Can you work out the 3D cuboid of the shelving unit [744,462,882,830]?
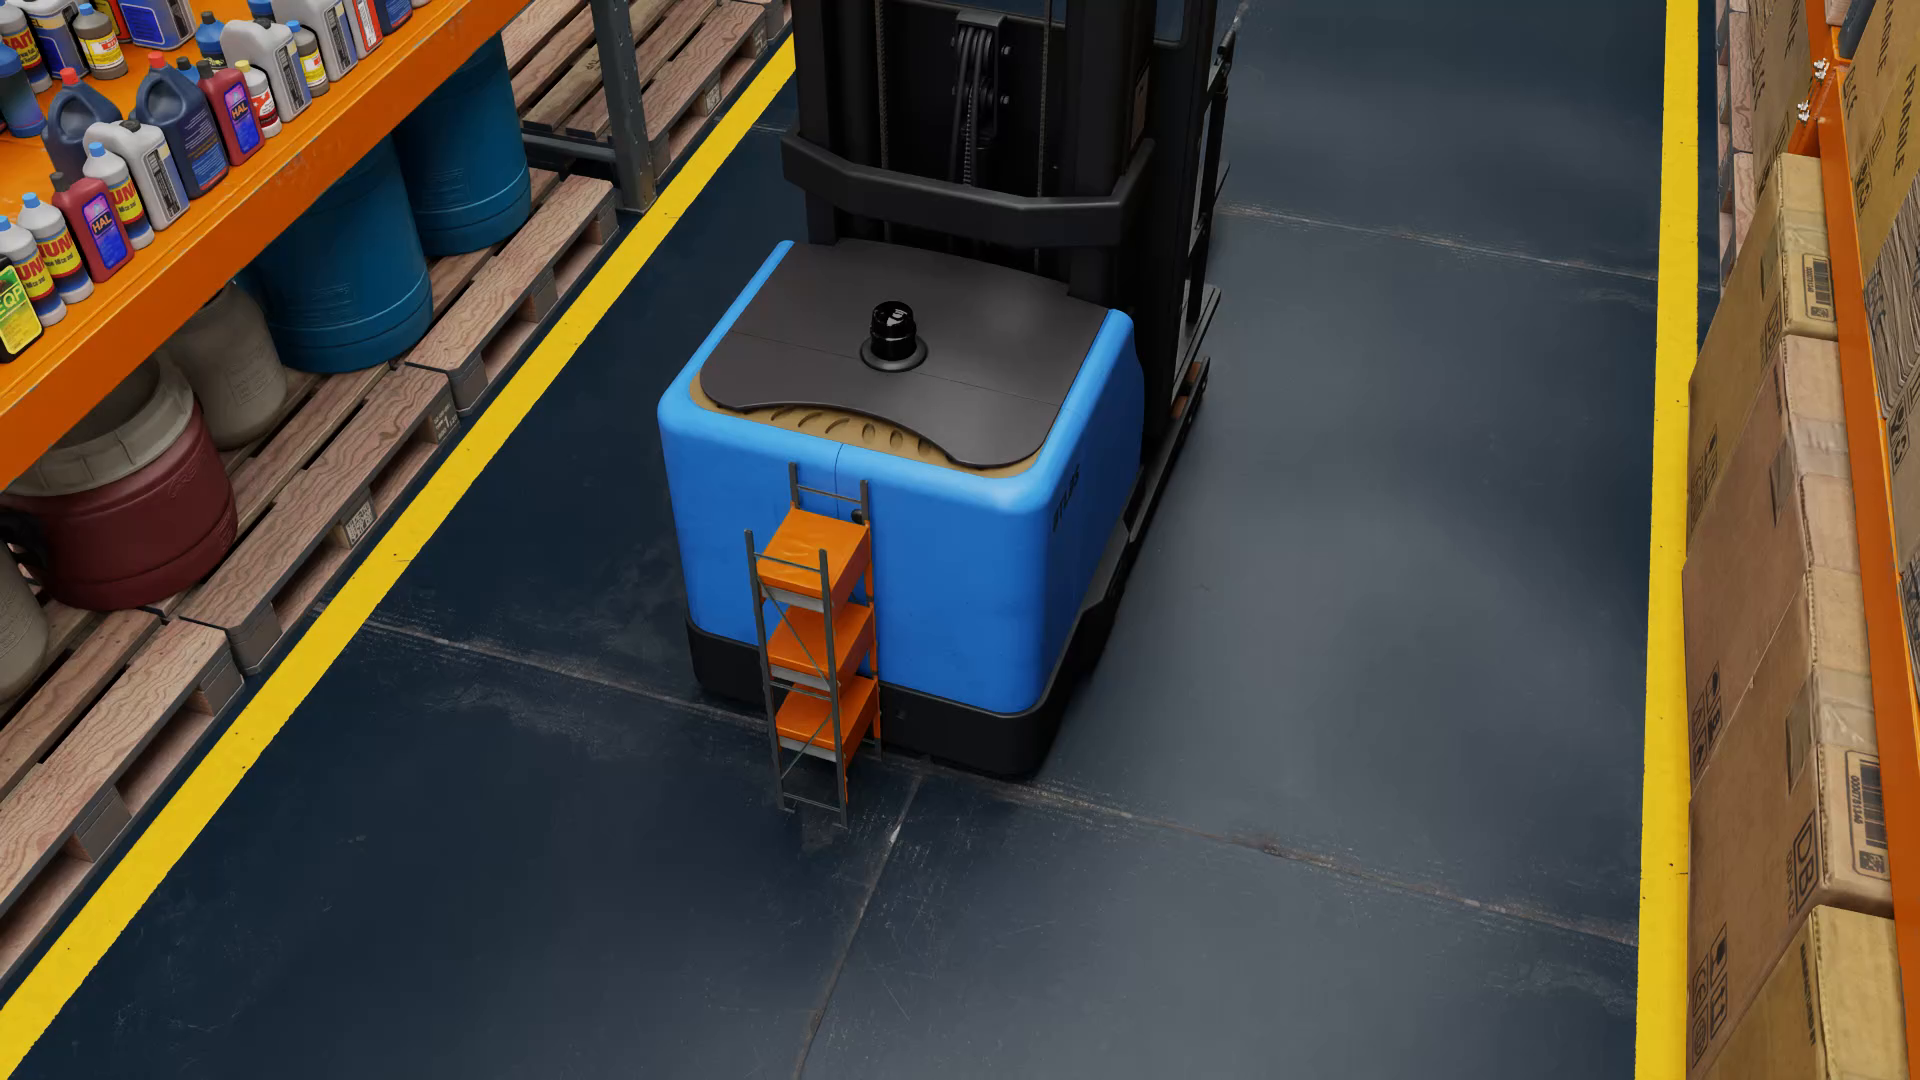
[{"bbox_3d":[-0.353,0.296,4.197,0.215,1.050,0.252,14,46,14],"label":"shelving unit"}]

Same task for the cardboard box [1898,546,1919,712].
[{"bbox_3d":[2.032,0.125,2.907,0.500,0.500,0.500,11,45,11],"label":"cardboard box"}]

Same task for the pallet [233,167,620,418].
[{"bbox_3d":[-1.975,-0.994,6.114,1.003,0.211,1.213,13,46,13],"label":"pallet"}]

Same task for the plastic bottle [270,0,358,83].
[{"bbox_3d":[-1.817,-1.451,4.677,0.152,0.276,0.135,13,46,13],"label":"plastic bottle"}]

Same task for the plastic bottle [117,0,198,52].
[{"bbox_3d":[-2.340,-1.574,4.803,0.152,0.276,0.135,13,46,13],"label":"plastic bottle"}]

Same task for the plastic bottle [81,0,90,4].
[{"bbox_3d":[-2.546,-1.508,4.789,0.097,0.201,0.097,0,44,0],"label":"plastic bottle"}]

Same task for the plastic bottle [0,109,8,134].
[{"bbox_3d":[-2.666,-1.243,4.411,0.144,0.351,0.185,13,46,13],"label":"plastic bottle"}]

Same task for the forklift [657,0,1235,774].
[{"bbox_3d":[0.213,-1.462,4.648,1.130,2.935,3.031,14,46,14],"label":"forklift"}]

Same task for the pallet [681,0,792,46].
[{"bbox_3d":[-1.148,-2.813,7.974,1.003,0.211,1.213,13,46,13],"label":"pallet"}]

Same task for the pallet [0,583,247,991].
[{"bbox_3d":[-2.714,0.633,4.452,1.003,0.211,1.213,13,46,13],"label":"pallet"}]

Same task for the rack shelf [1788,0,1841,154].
[{"bbox_3d":[3.625,-2.523,6.198,1.077,0.370,4.000,13,46,13],"label":"rack shelf"}]

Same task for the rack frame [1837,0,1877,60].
[{"bbox_3d":[3.019,-1.447,4.584,1.000,3.000,0.127,13,46,13],"label":"rack frame"}]

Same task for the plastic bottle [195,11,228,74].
[{"bbox_3d":[-2.012,-1.309,4.535,0.097,0.271,0.097,0,44,0],"label":"plastic bottle"}]

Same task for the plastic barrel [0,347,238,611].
[{"bbox_3d":[-2.439,-0.200,4.734,0.600,0.588,0.708,13,46,13],"label":"plastic barrel"}]

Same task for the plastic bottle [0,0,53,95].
[{"bbox_3d":[-2.617,-1.379,4.606,0.097,0.271,0.097,0,44,0],"label":"plastic bottle"}]

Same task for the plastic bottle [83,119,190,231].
[{"bbox_3d":[-2.054,-0.930,4.144,0.152,0.276,0.135,13,46,13],"label":"plastic bottle"}]

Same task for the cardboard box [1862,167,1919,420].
[{"bbox_3d":[2.338,-0.560,3.606,0.500,0.500,0.500,12,46,12],"label":"cardboard box"}]

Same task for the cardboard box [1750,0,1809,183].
[{"bbox_3d":[3.568,-1.860,6.225,0.875,0.875,0.875,13,46,13],"label":"cardboard box"}]

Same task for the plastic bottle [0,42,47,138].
[{"bbox_3d":[-2.538,-1.218,4.442,0.097,0.271,0.097,0,44,0],"label":"plastic bottle"}]

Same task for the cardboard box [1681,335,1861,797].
[{"bbox_3d":[2.574,0.189,4.131,1.225,0.875,0.875,11,45,11],"label":"cardboard box"}]

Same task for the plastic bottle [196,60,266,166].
[{"bbox_3d":[-1.914,-1.135,4.349,0.061,0.283,0.133,13,46,13],"label":"plastic bottle"}]

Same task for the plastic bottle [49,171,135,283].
[{"bbox_3d":[-2.080,-0.768,3.974,0.061,0.283,0.133,13,46,13],"label":"plastic bottle"}]

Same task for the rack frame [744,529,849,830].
[{"bbox_3d":[-0.394,0.376,4.115,0.200,1.050,0.008,14,46,14],"label":"rack frame"}]

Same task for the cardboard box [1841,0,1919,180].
[{"bbox_3d":[2.641,-1.229,4.289,0.500,0.500,0.500,13,46,13],"label":"cardboard box"}]

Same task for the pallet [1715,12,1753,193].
[{"bbox_3d":[3.691,-1.756,6.894,1.003,0.211,1.213,13,46,12],"label":"pallet"}]

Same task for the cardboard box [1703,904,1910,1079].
[{"bbox_3d":[2.036,1.373,2.921,1.225,0.875,0.875,11,45,11],"label":"cardboard box"}]

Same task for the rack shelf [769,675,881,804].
[{"bbox_3d":[-0.353,0.502,4.399,0.215,0.259,0.240,14,46,14],"label":"rack shelf"}]

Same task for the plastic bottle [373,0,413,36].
[{"bbox_3d":[-1.724,-1.673,4.850,0.144,0.351,0.185,13,46,13],"label":"plastic bottle"}]

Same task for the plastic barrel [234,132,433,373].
[{"bbox_3d":[-2.097,-1.065,5.394,0.600,0.901,0.708,13,46,13],"label":"plastic barrel"}]

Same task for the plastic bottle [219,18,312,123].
[{"bbox_3d":[-1.887,-1.296,4.519,0.152,0.276,0.135,13,46,13],"label":"plastic bottle"}]

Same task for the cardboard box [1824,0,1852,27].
[{"bbox_3d":[2.799,-1.629,4.950,0.380,0.149,0.250,13,46,13],"label":"cardboard box"}]

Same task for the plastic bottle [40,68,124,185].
[{"bbox_3d":[-2.187,-1.004,4.167,0.144,0.351,0.185,13,46,13],"label":"plastic bottle"}]

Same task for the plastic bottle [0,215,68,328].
[{"bbox_3d":[-2.162,-0.626,3.837,0.097,0.271,0.097,0,44,0],"label":"plastic bottle"}]
